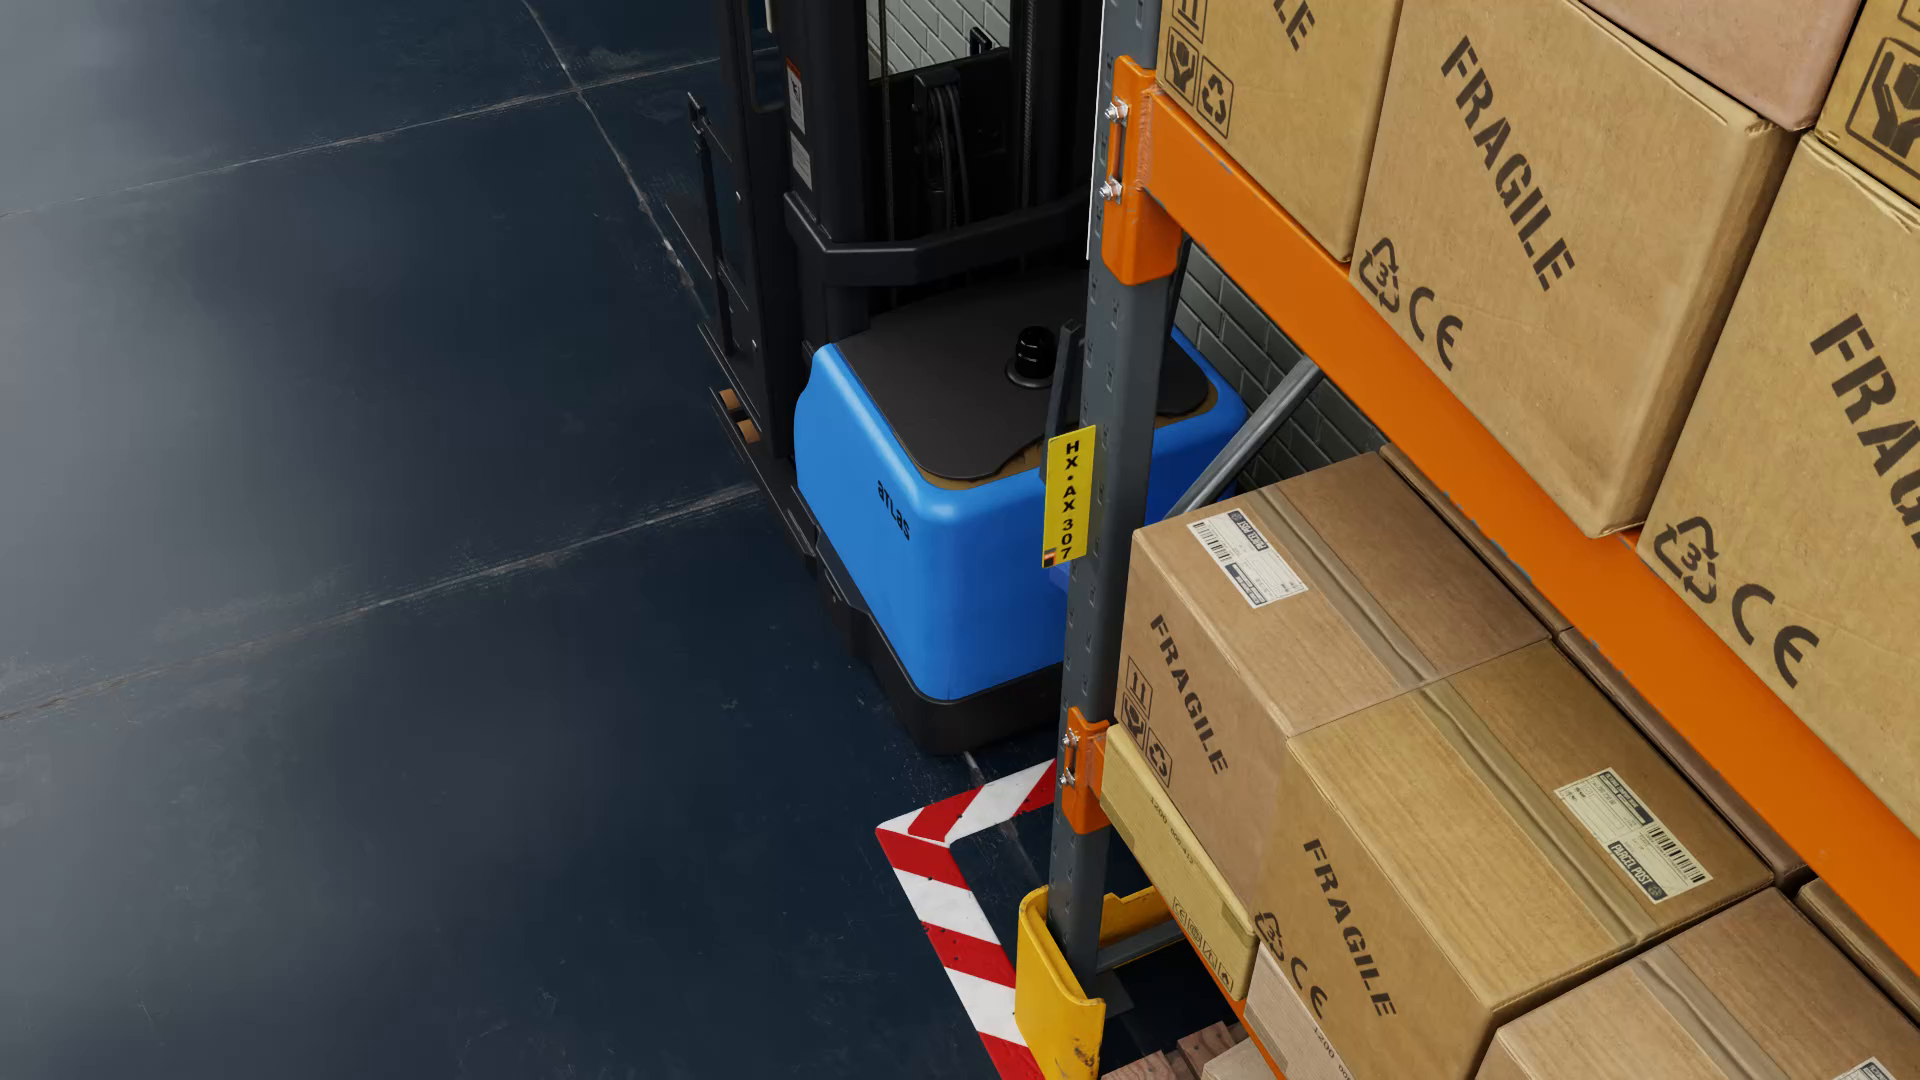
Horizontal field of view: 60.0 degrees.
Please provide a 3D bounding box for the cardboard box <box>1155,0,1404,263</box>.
[{"bbox_3d":[0.609,-0.752,2.155,0.500,0.500,0.500,-17,47,-16],"label":"cardboard box"}]

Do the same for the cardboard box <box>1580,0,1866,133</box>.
[{"bbox_3d":[0.802,-0.743,1.434,0.500,0.500,0.500,-19,48,-18],"label":"cardboard box"}]

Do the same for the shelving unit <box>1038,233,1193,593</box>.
[{"bbox_3d":[0.752,0.098,4.485,1.048,1.500,0.538,36,58,22],"label":"shelving unit"}]

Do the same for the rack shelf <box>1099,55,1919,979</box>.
[{"bbox_3d":[1.536,0.534,1.449,1.077,0.370,4.000,-18,47,-17],"label":"rack shelf"}]

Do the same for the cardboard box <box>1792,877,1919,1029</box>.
[{"bbox_3d":[1.510,0.740,2.423,0.500,0.500,0.500,-19,48,-18],"label":"cardboard box"}]

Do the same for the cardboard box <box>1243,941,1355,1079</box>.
[{"bbox_3d":[0.844,0.849,2.846,0.500,0.250,0.500,-19,48,-19],"label":"cardboard box"}]

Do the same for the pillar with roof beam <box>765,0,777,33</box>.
[{"bbox_3d":[-4.654,-4.426,3.828,9.100,9.000,0.400,-18,47,-17],"label":"pillar with roof beam"}]

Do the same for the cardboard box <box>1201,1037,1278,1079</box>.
[{"bbox_3d":[0.905,1.339,3.858,0.500,0.311,0.500,-23,49,-22],"label":"cardboard box"}]

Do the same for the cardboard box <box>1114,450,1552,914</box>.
[{"bbox_3d":[0.623,0.244,2.926,0.500,0.500,0.500,-18,47,-17],"label":"cardboard box"}]

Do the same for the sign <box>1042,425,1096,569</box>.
[{"bbox_3d":[0.203,-0.076,3.075,0.100,0.325,0.005,-18,47,-17],"label":"sign"}]

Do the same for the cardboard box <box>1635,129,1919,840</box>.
[{"bbox_3d":[1.024,-0.070,1.464,0.500,0.500,0.500,-16,47,-16],"label":"cardboard box"}]

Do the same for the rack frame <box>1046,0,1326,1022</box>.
[{"bbox_3d":[0.695,0.072,3.542,1.000,3.000,0.127,-18,47,-17],"label":"rack frame"}]

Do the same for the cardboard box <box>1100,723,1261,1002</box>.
[{"bbox_3d":[0.612,0.523,3.177,0.500,0.250,0.500,-19,48,-19],"label":"cardboard box"}]

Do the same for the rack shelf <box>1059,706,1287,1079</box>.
[{"bbox_3d":[1.536,1.602,2.503,1.077,0.370,4.000,-18,47,-17],"label":"rack shelf"}]

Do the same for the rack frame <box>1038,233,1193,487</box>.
[{"bbox_3d":[0.370,-0.181,4.673,0.032,1.500,0.500,36,58,22],"label":"rack frame"}]

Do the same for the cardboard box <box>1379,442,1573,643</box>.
[{"bbox_3d":[1.086,0.088,3.083,0.500,0.500,0.500,-19,48,-18],"label":"cardboard box"}]

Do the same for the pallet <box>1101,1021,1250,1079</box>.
[{"bbox_3d":[1.037,1.641,3.937,1.003,0.211,1.213,-18,47,-17],"label":"pallet"}]

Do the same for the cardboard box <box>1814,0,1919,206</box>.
[{"bbox_3d":[1.028,-0.420,1.107,0.500,0.500,0.500,-17,47,-16],"label":"cardboard box"}]

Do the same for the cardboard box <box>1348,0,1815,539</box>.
[{"bbox_3d":[0.803,-0.399,1.798,0.500,0.500,0.500,-15,47,-15],"label":"cardboard box"}]

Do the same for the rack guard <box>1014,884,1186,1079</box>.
[{"bbox_3d":[0.727,1.010,4.371,1.175,0.500,0.348,-18,47,-17],"label":"rack guard"}]

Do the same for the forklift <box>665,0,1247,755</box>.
[{"bbox_3d":[-0.266,-1.439,5.122,1.130,2.935,3.031,-18,48,-18],"label":"forklift"}]

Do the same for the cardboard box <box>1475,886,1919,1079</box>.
[{"bbox_3d":[1.034,0.893,2.268,0.500,0.500,0.500,-20,48,-19],"label":"cardboard box"}]

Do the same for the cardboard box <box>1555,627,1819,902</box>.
[{"bbox_3d":[1.289,0.412,2.755,0.500,0.500,0.500,-17,47,-17],"label":"cardboard box"}]

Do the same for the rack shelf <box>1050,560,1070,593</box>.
[{"bbox_3d":[0.741,0.208,4.627,1.000,0.185,0.538,36,58,22],"label":"rack shelf"}]

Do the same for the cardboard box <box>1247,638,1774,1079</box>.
[{"bbox_3d":[0.822,0.562,2.604,0.500,0.500,0.500,-18,47,-17],"label":"cardboard box"}]

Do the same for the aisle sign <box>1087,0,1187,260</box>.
[{"bbox_3d":[0.393,-0.811,2.585,0.394,0.787,0.004,-18,47,-17],"label":"aisle sign"}]
